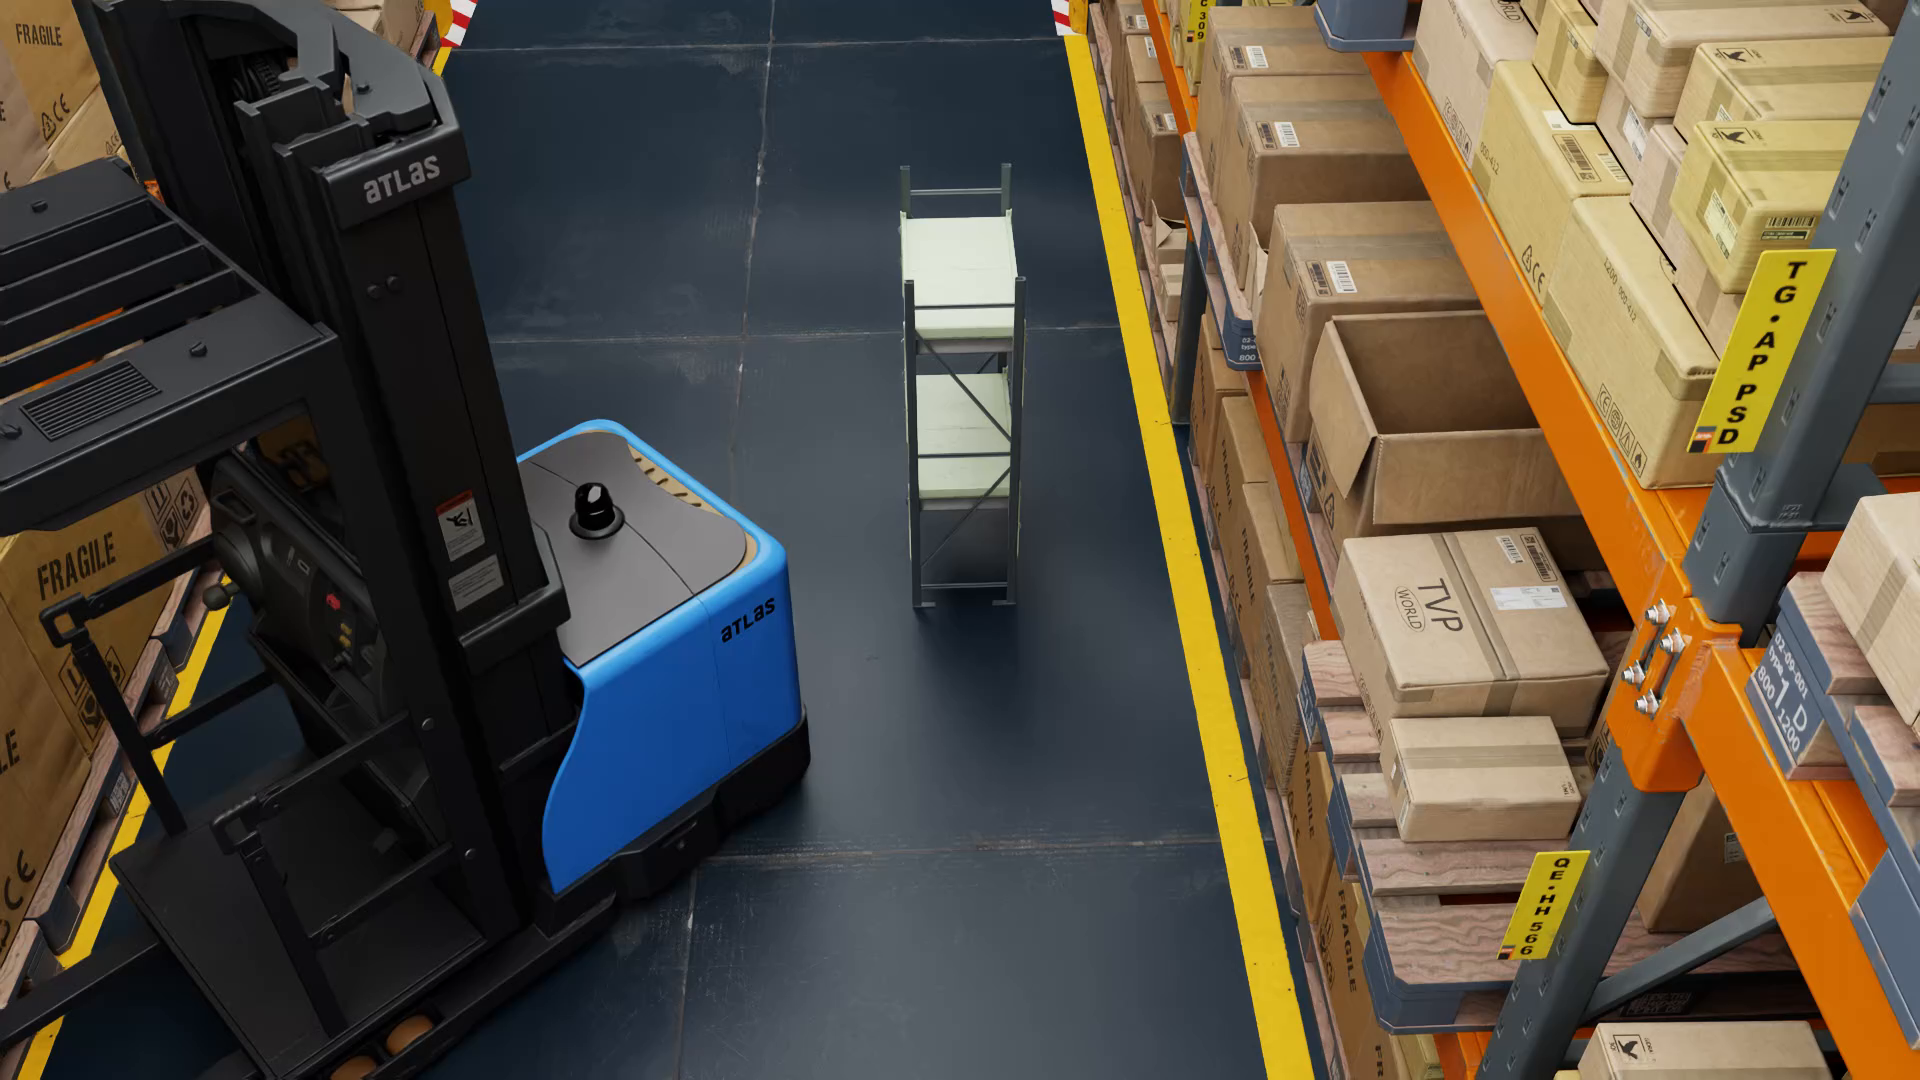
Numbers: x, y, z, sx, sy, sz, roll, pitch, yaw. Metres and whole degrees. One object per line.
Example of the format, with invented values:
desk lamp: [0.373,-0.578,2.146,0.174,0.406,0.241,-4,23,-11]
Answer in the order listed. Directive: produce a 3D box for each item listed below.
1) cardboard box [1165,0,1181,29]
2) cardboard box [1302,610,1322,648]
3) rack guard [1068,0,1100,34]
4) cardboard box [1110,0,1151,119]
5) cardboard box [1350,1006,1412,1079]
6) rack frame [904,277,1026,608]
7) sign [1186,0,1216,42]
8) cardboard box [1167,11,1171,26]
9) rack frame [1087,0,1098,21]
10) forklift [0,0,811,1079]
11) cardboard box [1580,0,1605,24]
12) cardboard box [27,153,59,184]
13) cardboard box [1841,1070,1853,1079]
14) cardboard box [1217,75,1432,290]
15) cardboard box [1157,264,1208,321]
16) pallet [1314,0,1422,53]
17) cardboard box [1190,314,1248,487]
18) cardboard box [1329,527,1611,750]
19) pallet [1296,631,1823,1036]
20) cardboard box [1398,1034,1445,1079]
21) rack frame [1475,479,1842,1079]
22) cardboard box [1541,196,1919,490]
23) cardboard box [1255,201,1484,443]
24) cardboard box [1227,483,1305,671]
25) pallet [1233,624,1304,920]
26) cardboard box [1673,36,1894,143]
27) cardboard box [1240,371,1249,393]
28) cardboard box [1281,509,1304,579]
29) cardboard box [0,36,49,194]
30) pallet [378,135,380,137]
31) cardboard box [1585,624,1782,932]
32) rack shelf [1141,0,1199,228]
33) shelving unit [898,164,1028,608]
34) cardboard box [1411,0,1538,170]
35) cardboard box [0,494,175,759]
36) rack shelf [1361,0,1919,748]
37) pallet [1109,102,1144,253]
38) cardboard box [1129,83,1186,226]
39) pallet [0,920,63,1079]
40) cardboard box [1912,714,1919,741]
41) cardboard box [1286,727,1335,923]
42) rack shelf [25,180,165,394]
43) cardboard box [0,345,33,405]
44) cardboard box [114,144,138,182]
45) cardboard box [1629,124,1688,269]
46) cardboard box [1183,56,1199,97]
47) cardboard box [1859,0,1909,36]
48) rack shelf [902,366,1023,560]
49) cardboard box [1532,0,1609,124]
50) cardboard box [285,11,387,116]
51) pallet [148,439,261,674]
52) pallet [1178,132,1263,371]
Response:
cardboard box: [1.126,-2.389,7.028,0.500,0.250,0.500,-2,43,-2]
cardboard box: [1.295,0.345,5.212,0.380,0.149,0.250,-4,43,-4]
rack guard: [1.261,-3.388,10.076,1.175,0.500,0.348,-2,43,-2]
cardboard box: [1.186,-2.600,8.906,0.700,0.500,0.500,0,43,0]
cardboard box: [1.364,1.527,4.403,0.500,0.500,0.500,-1,43,-1]
rack frame: [0.016,-0.301,5.969,0.400,1.500,0.023,-2,43,-2]
sign: [0.885,-1.959,6.026,0.100,0.325,0.005,-2,43,-2]
cardboard box: [1.109,-2.304,7.229,0.380,0.149,0.250,-1,43,-1]
rack frame: [1.257,-4.361,9.288,1.000,3.000,0.127,-2,43,-2]
forklift: [-1.922,0.208,4.354,3.031,2.935,1.130,-34,52,-31]
cardboard box: [1.351,-1.022,3.021,0.380,0.149,0.250,-2,43,-2]
cardboard box: [-3.242,-1.017,5.380,0.500,0.250,0.500,-1,43,-1]
cardboard box: [1.894,1.206,2.955,0.500,0.250,0.500,-1,43,-1]
cardboard box: [1.246,-1.170,5.421,0.700,0.500,0.500,-1,43,-1]
cardboard box: [1.110,-1.132,7.564,0.380,0.149,0.250,-3,43,-3]
pallet: [1.432,-1.555,4.145,1.213,0.211,1.003,-2,43,-2]
cardboard box: [1.223,-0.561,6.681,0.500,0.500,0.500,0,43,0]
cardboard box: [1.229,0.237,4.071,0.500,0.250,0.500,-3,43,-4]
pallet: [1.498,0.655,3.957,1.213,0.211,1.003,-2,43,-2]
cardboard box: [1.323,1.241,4.235,0.380,0.149,0.250,-4,43,-4]
rack frame: [1.597,1.040,3.396,1.000,3.000,0.127,-2,43,-2]
cardboard box: [1.333,-0.350,2.803,0.500,0.250,0.500,-3,43,-3]
cardboard box: [1.280,-0.640,4.843,0.700,0.500,0.500,-2,43,-2]
cardboard box: [1.272,0.135,5.921,0.500,0.500,0.500,-3,43,-3]
pallet: [1.554,0.741,5.785,1.003,0.211,1.213,-2,43,-2]
cardboard box: [1.381,-0.671,2.638,0.380,0.149,0.250,-3,43,-3]
cardboard box: [1.266,-0.698,6.351,0.380,0.149,0.250,-3,43,-3]
cardboard box: [1.295,-0.003,5.593,0.380,0.149,0.250,0,43,0]
cardboard box: [-3.233,-1.277,5.110,0.500,0.500,0.500,-1,43,-1]
pallet: [-3.541,-1.829,8.589,1.003,0.211,1.213,-2,43,-2]
cardboard box: [1.731,0.496,3.604,0.500,0.500,0.500,0,43,0]
rack shelf: [1.342,-2.745,8.058,1.077,0.370,4.000,-2,43,-2]
shelving unit: [0.000,-0.548,6.238,0.431,1.500,0.755,-2,43,-2]
cardboard box: [1.289,-1.027,3.542,0.500,0.250,0.500,-2,43,-2]
cardboard box: [-3.379,0.139,5.640,0.875,0.875,0.875,-1,43,-1]
rack shelf: [1.512,-1.151,4.098,1.077,0.370,4.000,-2,43,-2]
pallet: [1.344,-1.922,8.690,1.003,0.211,1.213,-2,43,-2]
cardboard box: [1.230,-1.900,8.142,0.700,0.500,0.500,-3,43,-3]
pallet: [-3.320,1.678,4.763,1.003,0.211,1.213,-2,43,-2]
cardboard box: [1.384,0.202,1.631,0.500,0.500,0.500,-1,43,-1]
cardboard box: [1.329,0.836,5.157,0.500,0.500,0.500,0,43,0]
rack shelf: [-3.447,0.100,4.954,1.077,0.370,4.000,-2,43,-2]
cardboard box: [-3.238,-0.480,5.164,0.500,0.250,0.500,-3,43,-3]
cardboard box: [-3.261,-1.165,5.912,0.500,0.250,0.500,-3,43,-3]
cardboard box: [1.350,-0.565,2.743,0.380,0.149,0.250,-3,43,-3]
cardboard box: [1.129,-1.951,6.845,0.380,0.149,0.250,-1,43,-1]
cardboard box: [1.805,-1.042,3.043,0.380,0.149,0.250,0,43,0]
rack shelf: [0.000,-0.308,6.459,0.431,0.370,0.720,-2,43,-2]
cardboard box: [1.310,-0.910,3.119,0.380,0.149,0.250,-2,43,-2]
cardboard box: [-3.527,-2.366,8.697,0.875,0.438,0.875,-1,43,-1]
pallet: [-3.424,0.031,6.560,1.003,0.211,1.213,-2,43,-2]
pallet: [1.352,-1.047,5.815,1.003,0.211,1.213,-2,43,-2]
